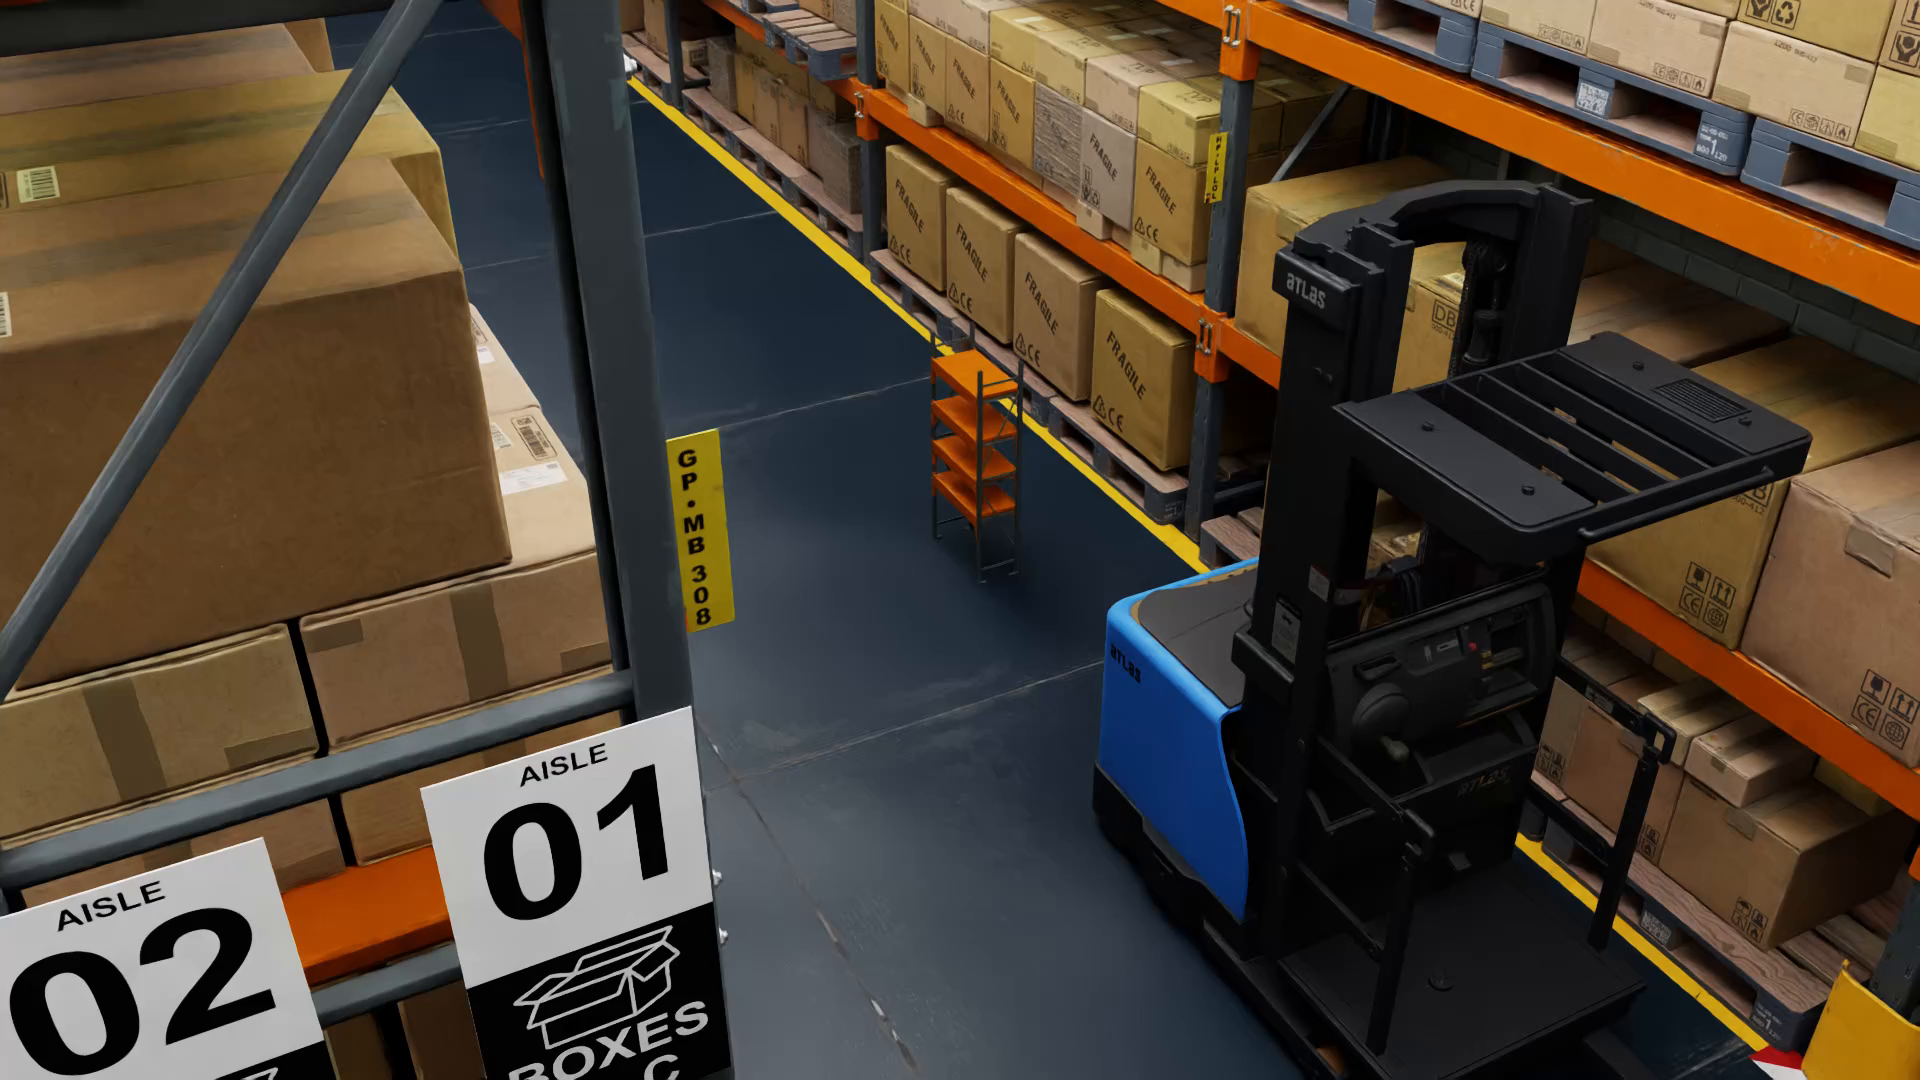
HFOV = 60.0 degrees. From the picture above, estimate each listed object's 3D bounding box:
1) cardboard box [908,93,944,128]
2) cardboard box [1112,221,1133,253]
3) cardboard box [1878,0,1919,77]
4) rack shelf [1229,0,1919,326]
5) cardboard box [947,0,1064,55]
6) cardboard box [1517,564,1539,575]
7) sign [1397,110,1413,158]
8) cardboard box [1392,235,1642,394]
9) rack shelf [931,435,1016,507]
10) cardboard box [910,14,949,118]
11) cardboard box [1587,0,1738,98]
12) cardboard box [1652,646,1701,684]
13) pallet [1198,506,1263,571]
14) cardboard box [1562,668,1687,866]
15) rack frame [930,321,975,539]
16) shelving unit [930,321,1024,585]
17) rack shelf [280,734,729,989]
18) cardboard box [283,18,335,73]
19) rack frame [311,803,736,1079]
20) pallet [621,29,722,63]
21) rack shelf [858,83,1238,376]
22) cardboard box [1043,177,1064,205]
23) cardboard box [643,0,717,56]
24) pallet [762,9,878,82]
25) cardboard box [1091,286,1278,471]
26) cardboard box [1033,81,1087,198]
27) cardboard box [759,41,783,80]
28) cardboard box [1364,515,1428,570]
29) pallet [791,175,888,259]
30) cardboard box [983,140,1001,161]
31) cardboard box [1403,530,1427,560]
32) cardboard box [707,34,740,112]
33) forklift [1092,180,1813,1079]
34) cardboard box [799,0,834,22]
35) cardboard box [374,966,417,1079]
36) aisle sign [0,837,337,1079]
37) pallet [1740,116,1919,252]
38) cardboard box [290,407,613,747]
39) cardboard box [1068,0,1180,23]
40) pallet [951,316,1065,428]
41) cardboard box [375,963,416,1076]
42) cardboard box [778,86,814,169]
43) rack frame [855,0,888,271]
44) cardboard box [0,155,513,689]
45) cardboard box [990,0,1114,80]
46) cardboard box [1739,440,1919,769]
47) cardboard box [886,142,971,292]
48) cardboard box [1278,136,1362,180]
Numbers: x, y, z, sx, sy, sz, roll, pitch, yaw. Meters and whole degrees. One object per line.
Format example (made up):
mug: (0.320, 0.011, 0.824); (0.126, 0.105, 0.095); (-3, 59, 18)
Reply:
cardboard box: (-0.104, -2.720, 10.430); (0.380, 0.149, 0.250); (-15, 35, -22)
cardboard box: (1.026, -1.637, 8.739); (0.380, 0.149, 0.250); (-15, 35, -22)
cardboard box: (2.936, -1.501, 4.494); (0.500, 0.500, 0.500); (-16, 36, -23)
rack shelf: (2.586, -1.400, 6.041); (1.077, 0.370, 4.000); (-16, 36, -23)
cardboard box: (0.260, -3.020, 9.601); (0.500, 0.250, 0.500); (-16, 36, -23)
cardboard box: (2.629, 0.092, 7.153); (0.380, 0.149, 0.250); (-17, 36, -24)
sign: (2.144, -1.933, 8.111); (0.100, 0.325, 0.005); (-16, 36, -23)
cardboard box: (2.228, -0.908, 7.109); (0.980, 0.700, 0.700); (-17, 36, -24)
rack shelf: (0.077, -0.370, 8.339); (0.258, 0.148, 0.480); (-16, 36, -23)
cardboard box: (0.025, -2.931, 10.157); (0.500, 0.500, 0.500); (-15, 35, -22)
cardboard box: (2.452, -1.683, 5.472); (0.500, 0.250, 0.500); (-17, 36, -25)
cardboard box: (2.986, 0.456, 6.584); (0.380, 0.149, 0.250); (-16, 36, -23)
pallet: (1.939, 0.162, 8.301); (1.003, 0.211, 1.213); (-16, 36, -23)
cardboard box: (2.871, 0.842, 6.583); (0.700, 0.500, 0.500); (-16, 36, -23)
rack frame: (-0.037, -0.543, 8.485); (0.240, 1.200, 0.015); (-16, 36, -23)
shelving unit: (0.077, -0.426, 8.303); (0.258, 1.200, 0.503); (-16, 36, -23)
rack shelf: (-1.794, -0.153, 4.094); (1.077, 0.370, 4.000); (-16, 36, -23)
cardboard box: (-1.752, -0.939, 3.635); (0.700, 0.500, 0.500); (-16, 36, -23)
rack frame: (-0.862, 1.762, 3.219); (1.000, 3.000, 0.127); (-16, 36, -23)
pallet: (-2.994, -4.933, 16.254); (1.003, 0.211, 1.213); (-16, 36, -23)
rack shelf: (0.721, -2.046, 9.830); (1.077, 0.370, 4.000); (-16, 36, -23)
cardboard box: (0.692, -2.005, 9.313); (0.380, 0.149, 0.250); (-17, 36, -24)
cardboard box: (-2.596, -4.831, 15.419); (0.500, 0.500, 0.500); (-19, 37, -27)
pallet: (-0.638, -3.536, 11.667); (1.213, 0.211, 1.003); (-16, 36, -23)
cardboard box: (1.236, -0.944, 9.046); (0.750, 0.750, 0.750); (-15, 36, -23)
cardboard box: (0.742, -2.210, 9.032); (0.500, 0.500, 0.500); (-16, 36, -23)
cardboard box: (-1.264, -3.857, 13.204); (0.500, 0.250, 0.500); (-17, 36, -24)
cardboard box: (2.143, 0.104, 7.735); (0.700, 0.500, 0.500); (-16, 36, -24)
pallet: (-0.574, -2.503, 12.461); (1.003, 0.211, 1.213); (-16, 36, -23)
cardboard box: (0.362, -2.384, 9.905); (0.380, 0.149, 0.250); (-15, 36, -22)
cardboard box: (2.153, 0.049, 7.220); (0.380, 0.149, 0.250); (-17, 36, -24)
cardboard box: (-1.718, -3.998, 14.119); (0.700, 0.500, 0.500); (-15, 35, -22)
forklift: (1.678, 0.494, 5.262); (1.130, 2.935, 3.031); (-16, 36, -23)
cardboard box: (-0.724, -4.013, 11.732); (0.700, 0.500, 0.500); (-19, 37, -28)
cardboard box: (-1.081, 1.197, 4.009); (0.500, 0.500, 0.500); (-16, 36, -24)
aisle sign: (-1.101, 0.777, 2.347); (0.394, 0.787, 0.004); (-16, 36, -23)
pallet: (3.164, -1.063, 4.930); (1.003, 0.211, 1.213); (-16, 36, -23)
cardboard box: (-0.871, 0.041, 2.801); (0.500, 0.250, 0.500); (-16, 36, -23)
cardboard box: (0.942, -2.907, 9.425); (0.500, 0.250, 0.500); (-17, 36, -24)
pallet: (0.654, -1.153, 10.354); (1.003, 0.211, 1.213); (-16, 36, -23)
cardboard box: (-1.086, 0.773, 3.743); (0.500, 0.500, 0.500); (-15, 36, -23)
cardboard box: (-0.987, -3.272, 12.986); (0.700, 0.500, 0.500); (-16, 36, -23)
rack frame: (-0.211, -3.304, 11.126); (1.000, 3.000, 0.127); (-16, 36, -23)
cardboard box: (-1.116, -0.205, 2.490); (0.700, 0.500, 0.500); (-16, 36, -23)
cardboard box: (0.504, -2.778, 9.223); (0.500, 0.250, 0.500); (-17, 36, -24)
cardboard box: (3.272, 0.147, 5.462); (0.980, 0.700, 0.700); (-14, 35, -21)
cardboard box: (0.016, -2.191, 10.993); (0.750, 0.750, 0.750); (-16, 36, -24)
cardboard box: (1.662, -1.853, 8.475); (0.500, 0.500, 0.500); (-17, 36, -25)
